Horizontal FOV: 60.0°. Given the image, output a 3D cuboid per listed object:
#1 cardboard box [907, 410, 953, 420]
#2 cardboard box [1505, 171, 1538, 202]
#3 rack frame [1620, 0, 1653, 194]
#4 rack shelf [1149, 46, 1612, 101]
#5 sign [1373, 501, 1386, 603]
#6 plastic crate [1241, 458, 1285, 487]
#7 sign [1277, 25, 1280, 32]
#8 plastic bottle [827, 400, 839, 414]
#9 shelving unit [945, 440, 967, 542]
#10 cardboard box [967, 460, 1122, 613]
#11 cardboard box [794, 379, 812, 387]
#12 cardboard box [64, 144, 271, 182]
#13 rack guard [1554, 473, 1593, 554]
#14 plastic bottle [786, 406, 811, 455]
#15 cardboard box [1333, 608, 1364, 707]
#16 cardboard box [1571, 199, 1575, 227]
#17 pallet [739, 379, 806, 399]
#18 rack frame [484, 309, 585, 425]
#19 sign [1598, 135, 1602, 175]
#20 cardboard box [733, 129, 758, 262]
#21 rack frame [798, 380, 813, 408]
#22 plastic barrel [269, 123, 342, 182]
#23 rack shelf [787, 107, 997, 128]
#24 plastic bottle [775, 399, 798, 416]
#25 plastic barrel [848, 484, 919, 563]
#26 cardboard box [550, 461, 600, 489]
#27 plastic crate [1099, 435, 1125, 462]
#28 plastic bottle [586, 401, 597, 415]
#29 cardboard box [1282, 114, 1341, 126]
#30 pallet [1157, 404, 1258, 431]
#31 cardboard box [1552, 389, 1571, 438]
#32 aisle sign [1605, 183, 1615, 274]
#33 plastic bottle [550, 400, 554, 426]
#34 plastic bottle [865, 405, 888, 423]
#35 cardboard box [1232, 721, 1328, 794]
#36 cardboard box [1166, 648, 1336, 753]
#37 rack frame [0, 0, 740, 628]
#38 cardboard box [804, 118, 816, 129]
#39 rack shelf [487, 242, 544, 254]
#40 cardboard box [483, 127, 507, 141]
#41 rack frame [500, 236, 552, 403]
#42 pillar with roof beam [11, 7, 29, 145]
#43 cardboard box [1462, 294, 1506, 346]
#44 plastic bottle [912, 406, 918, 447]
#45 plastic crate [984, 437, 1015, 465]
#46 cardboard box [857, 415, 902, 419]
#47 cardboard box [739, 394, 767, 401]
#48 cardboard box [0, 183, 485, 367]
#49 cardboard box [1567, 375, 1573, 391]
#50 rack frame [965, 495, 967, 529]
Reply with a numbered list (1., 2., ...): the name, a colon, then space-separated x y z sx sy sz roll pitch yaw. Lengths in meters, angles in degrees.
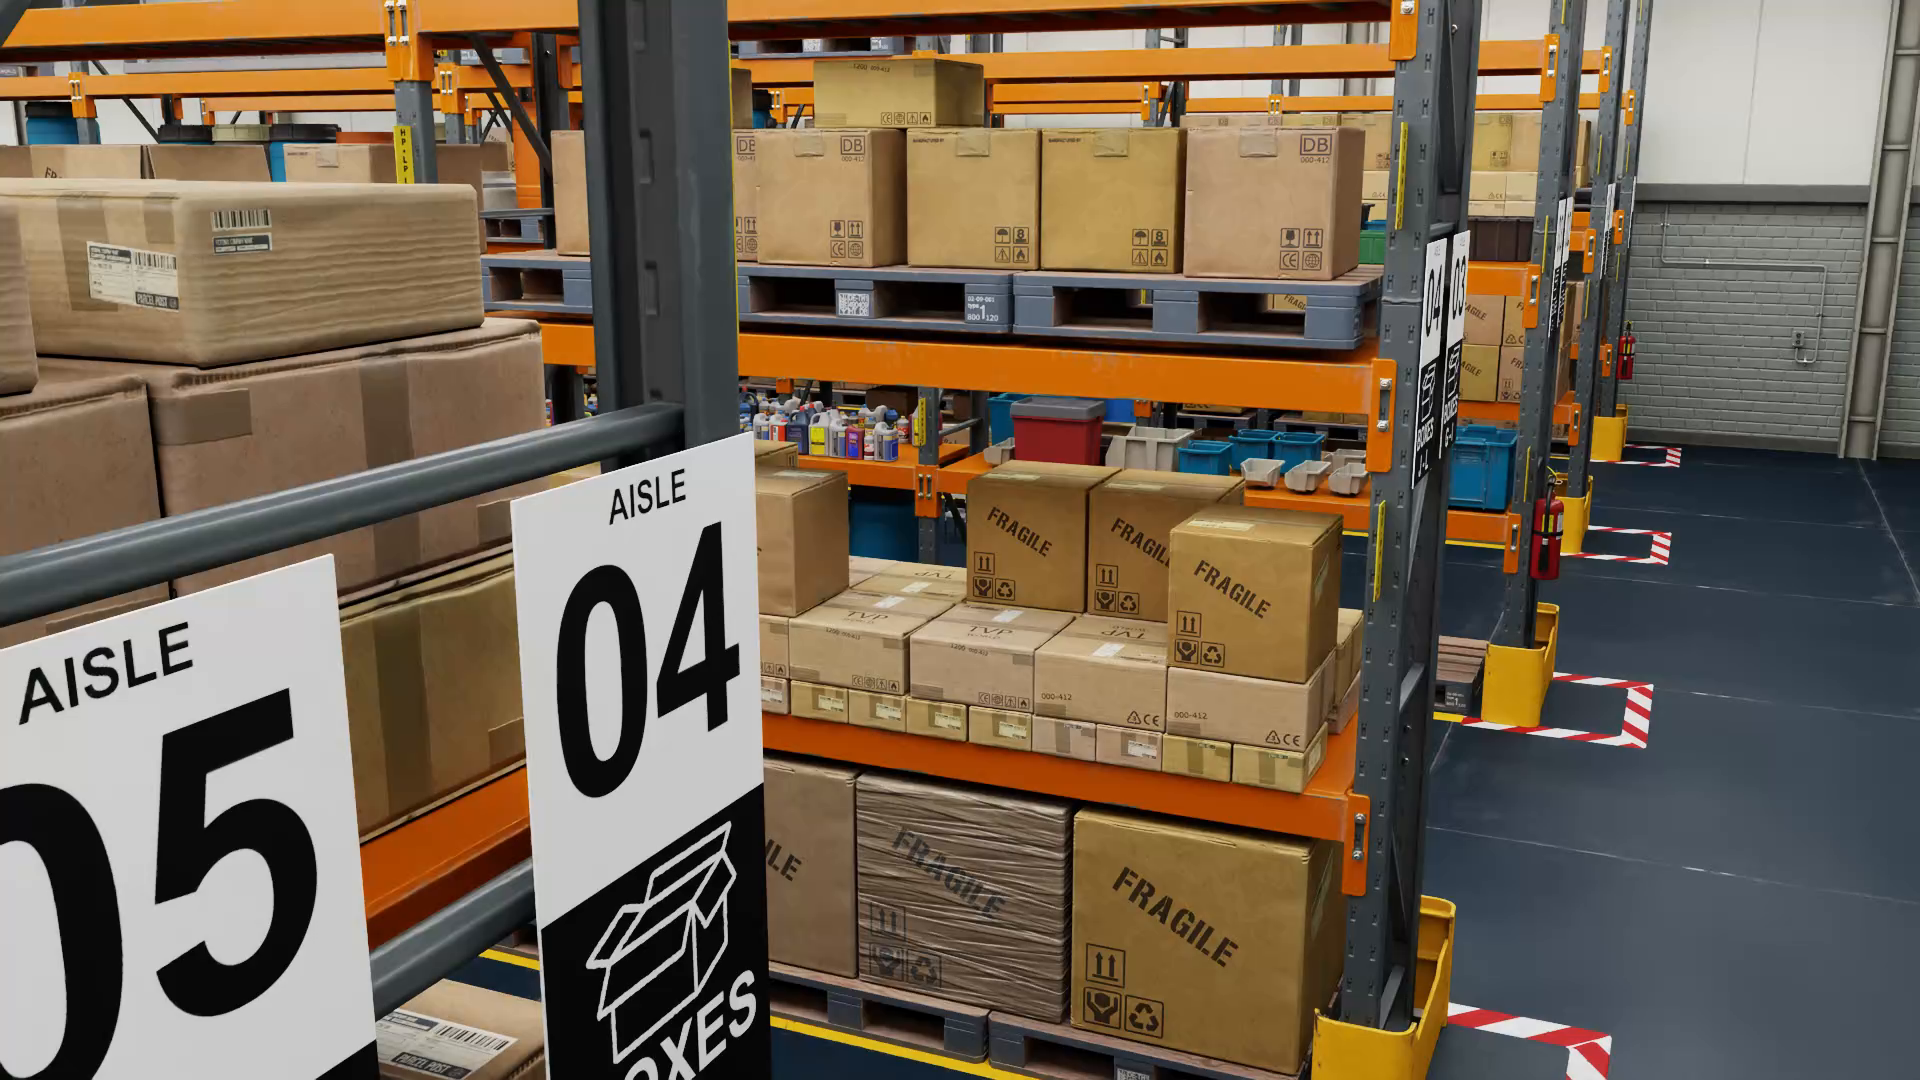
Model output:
1. cardboard box: -0.262 -1.116 17.950 0.500 0.500 0.500 5 14 21
2. cardboard box: 5.056 -3.089 14.517 0.500 0.250 0.500 6 14 23
3. rack frame: 7.632 -5.420 18.650 0.127 3.000 1.000 6 14 23
4. rack shelf: 3.801 -4.218 15.110 4.000 0.370 1.077 6 14 23
5. sign: 1.381 0.037 5.471 0.005 0.325 0.100 6 14 23
6. plastic crate: 1.999 -0.443 11.016 0.250 0.136 0.298 6 14 23
7. sign: 3.766 -6.169 19.624 0.005 0.325 0.100 6 14 23
8. plastic bottle: -1.012 -0.949 12.982 0.133 0.283 0.061 6 14 23
9. shelving unit: 0.007 -0.437 15.144 0.210 0.900 0.258 6 14 23
10. cardboard box: 0.351 -0.026 6.831 0.500 0.500 0.500 5 14 22
11. cardboard box: -2.167 -2.505 23.868 0.500 0.500 0.700 5 14 22
12. cardboard box: -3.825 -1.666 8.074 0.637 0.503 0.797 6 14 22
13. rack guard: 5.560 -0.254 15.240 0.348 0.500 1.175 6 14 23
14. plastic bottle: -1.180 -0.810 12.244 0.185 0.351 0.144 6 14 23
15. cardboard box: 1.284 0.432 6.521 0.500 0.250 0.500 5 14 22
16. cardboard box: 5.262 -2.952 15.028 0.500 0.250 0.500 6 14 23
17. pallet: -2.627 -2.180 24.080 1.213 0.211 1.003 6 14 23
18. rack frame: -2.044 0.234 7.685 0.127 3.000 1.000 6 14 23
19. sign: 5.386 -3.242 13.994 0.005 0.325 0.100 6 14 23
20. cardboard box: -0.814 -1.417 6.801 0.500 0.500 0.700 7 15 26
21. rack frame: -1.684 -2.205 18.082 0.053 2.616 0.949 6 14 23
22. plastic barrel: -5.603 -3.122 14.325 0.708 0.901 0.600 6 14 23
23. rack shelf: -1.511 -5.800 22.721 4.000 0.370 1.077 6 14 23
24. plastic bottle: -1.365 -0.969 13.086 0.135 0.276 0.152 6 14 23
25. plastic barrel: -0.528 -0.037 12.515 0.708 0.901 0.600 6 14 23
26. cardboard box: -1.710 -0.105 7.166 0.500 0.500 0.500 6 14 23
27. plastic crate: 1.094 -0.648 11.916 0.590 0.125 0.437 6 14 23
28. plastic bottle: -2.888 -0.954 13.029 0.097 0.271 0.097 0 13 0
29. cardboard box: 3.291 -3.672 15.360 0.500 0.500 0.700 6 14 23
30. pallet: 3.239 -1.568 21.468 1.213 0.211 1.003 6 14 23
31. cardboard box: 6.952 -1.531 19.760 0.500 0.500 0.700 6 14 23
32. aisle sign: 5.810 -2.785 14.862 0.004 0.787 0.394 6 14 23
33. plastic bottle: -3.148 -0.966 13.056 0.133 0.283 0.061 6 14 23
34. plastic bottle: -0.641 -0.896 12.774 0.135 0.276 0.152 6 14 23
35. cardboard box: 1.154 0.763 5.984 0.250 0.149 0.380 6 15 24
36. cardboard box: 1.063 0.543 6.046 0.500 0.250 0.500 6 14 22
37. rack frame: -0.488 -1.290 1.047 0.127 3.000 1.000 6 14 23
38. cardboard box: -1.289 -4.159 17.433 0.500 0.500 0.500 6 14 23
39. rack shelf: -1.866 -2.095 12.622 4.000 0.370 1.077 6 14 23
40. cardboard box: -6.743 -5.899 24.806 0.500 0.500 0.500 5 14 19
41. rack frame: -3.695 -1.170 13.671 0.127 3.000 1.000 6 14 23
42. pillar with roof beam: -18.722 -7.228 26.353 0.548 9.000 9.100 6 14 23
43. cardboard box: 4.649 -2.030 14.928 0.500 0.500 0.500 6 15 25
44. plastic bottle: -0.265 -0.880 12.543 0.185 0.351 0.144 6 14 23
45. plastic crate: 0.330 -0.628 11.806 0.243 0.136 0.396 6 14 23
46. cardboard box: -0.904 -1.053 17.679 0.500 0.500 0.500 5 14 21
47. cardboard box: -2.529 -1.500 18.949 0.500 0.311 0.500 5 14 22
48. cardboard box: -0.692 -0.271 1.635 0.250 0.149 0.380 6 14 23
49. cardboard box: 7.147 -1.877 19.814 0.250 0.149 0.380 6 14 24
50. rack frame: 0.100 -0.428 15.104 0.006 0.900 0.240 6 14 23
